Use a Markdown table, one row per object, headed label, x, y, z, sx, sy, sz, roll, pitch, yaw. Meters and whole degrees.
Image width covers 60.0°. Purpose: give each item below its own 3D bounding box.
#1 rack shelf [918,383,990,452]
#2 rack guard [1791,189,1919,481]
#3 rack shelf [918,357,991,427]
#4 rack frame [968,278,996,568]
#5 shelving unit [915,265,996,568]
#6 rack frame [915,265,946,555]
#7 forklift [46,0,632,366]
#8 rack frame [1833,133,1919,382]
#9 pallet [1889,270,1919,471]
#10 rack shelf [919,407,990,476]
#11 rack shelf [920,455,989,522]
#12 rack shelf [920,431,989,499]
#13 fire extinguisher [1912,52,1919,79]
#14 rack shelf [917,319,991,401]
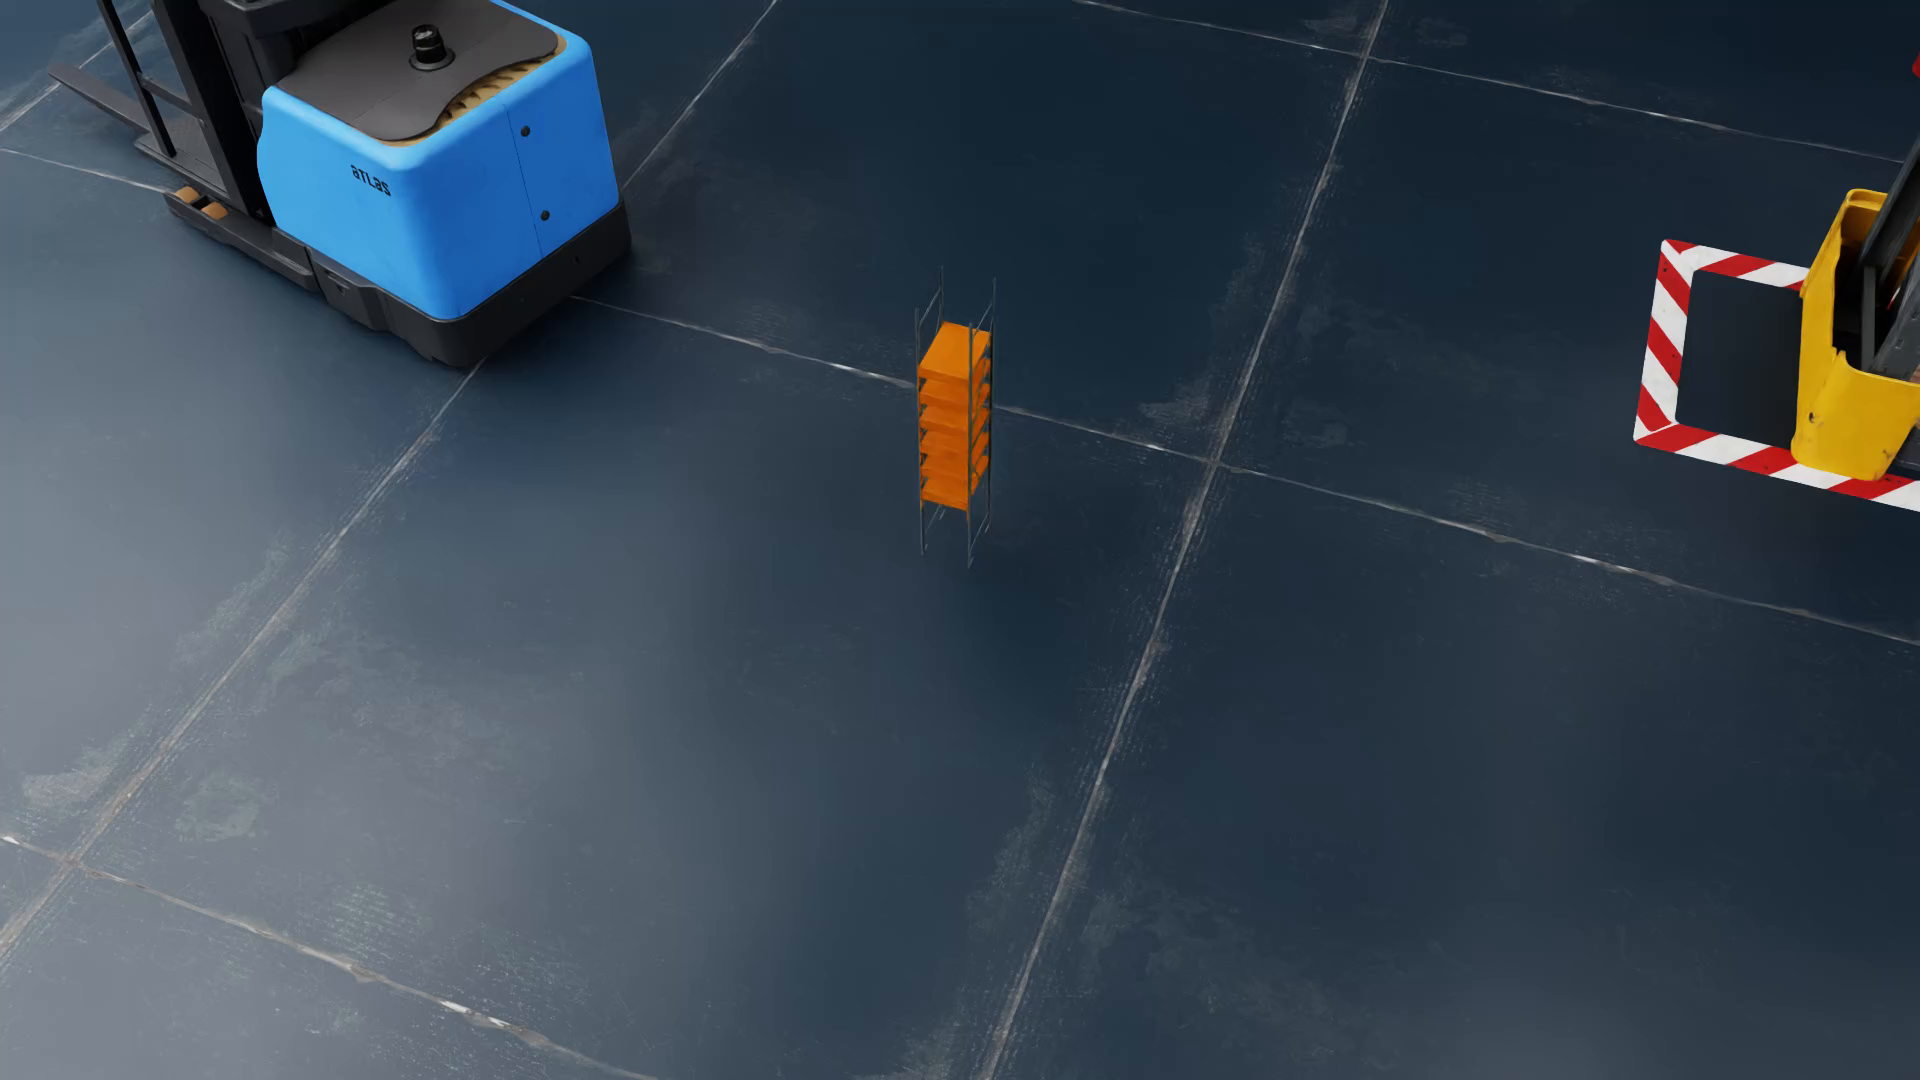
| label | x | y | z | sx | sy | sz | roll | pitch | yaw |
| --- | --- | --- | --- | --- | --- | --- | --- | --- | --- |
| rack shelf | -0.014 | -0.446 | 5.743 | 0.180 | 0.103 | 0.258 | 16 | 51 | 13 |
| rack guard | 3.616 | -0.836 | 6.644 | 0.348 | 0.500 | 1.175 | 16 | 51 | 13 |
| rack shelf | -0.014 | -0.525 | 5.652 | 0.180 | 0.103 | 0.258 | 16 | 51 | 13 |
| rack frame | 0.072 | -0.373 | 5.779 | 0.006 | 1.200 | 0.240 | 16 | 51 | 13 |
| shelving unit | -0.014 | -0.397 | 5.800 | 0.189 | 1.200 | 0.258 | 16 | 51 | 13 |
| rack frame | -0.099 | -0.421 | 5.821 | 0.006 | 1.200 | 0.240 | 16 | 51 | 13 |
| forklift | -2.927 | -2.583 | 6.550 | 3.031 | 2.935 | 1.130 | 29 | 55 | 23 |
| rack frame | 3.638 | -1.649 | 5.694 | 0.127 | 3.000 | 1.000 | 16 | 51 | 13 |
| pallet | 4.370 | -0.565 | 6.600 | 1.213 | 0.211 | 1.003 | 16 | 51 | 13 |
| rack shelf | -0.014 | -0.368 | 5.833 | 0.180 | 0.103 | 0.258 | 16 | 51 | 13 |
| rack shelf | -0.014 | -0.210 | 6.015 | 0.180 | 0.103 | 0.258 | 16 | 51 | 13 |
| rack shelf | -0.014 | -0.289 | 5.924 | 0.180 | 0.103 | 0.258 | 16 | 51 | 13 |
| fire extinguisher | 3.688 | -1.983 | 6.035 | 0.183 | 0.674 | 0.296 | 16 | 51 | 13 |
| rack shelf | -0.014 | -0.603 | 5.561 | 0.180 | 0.103 | 0.258 | 16 | 51 | 13 |
